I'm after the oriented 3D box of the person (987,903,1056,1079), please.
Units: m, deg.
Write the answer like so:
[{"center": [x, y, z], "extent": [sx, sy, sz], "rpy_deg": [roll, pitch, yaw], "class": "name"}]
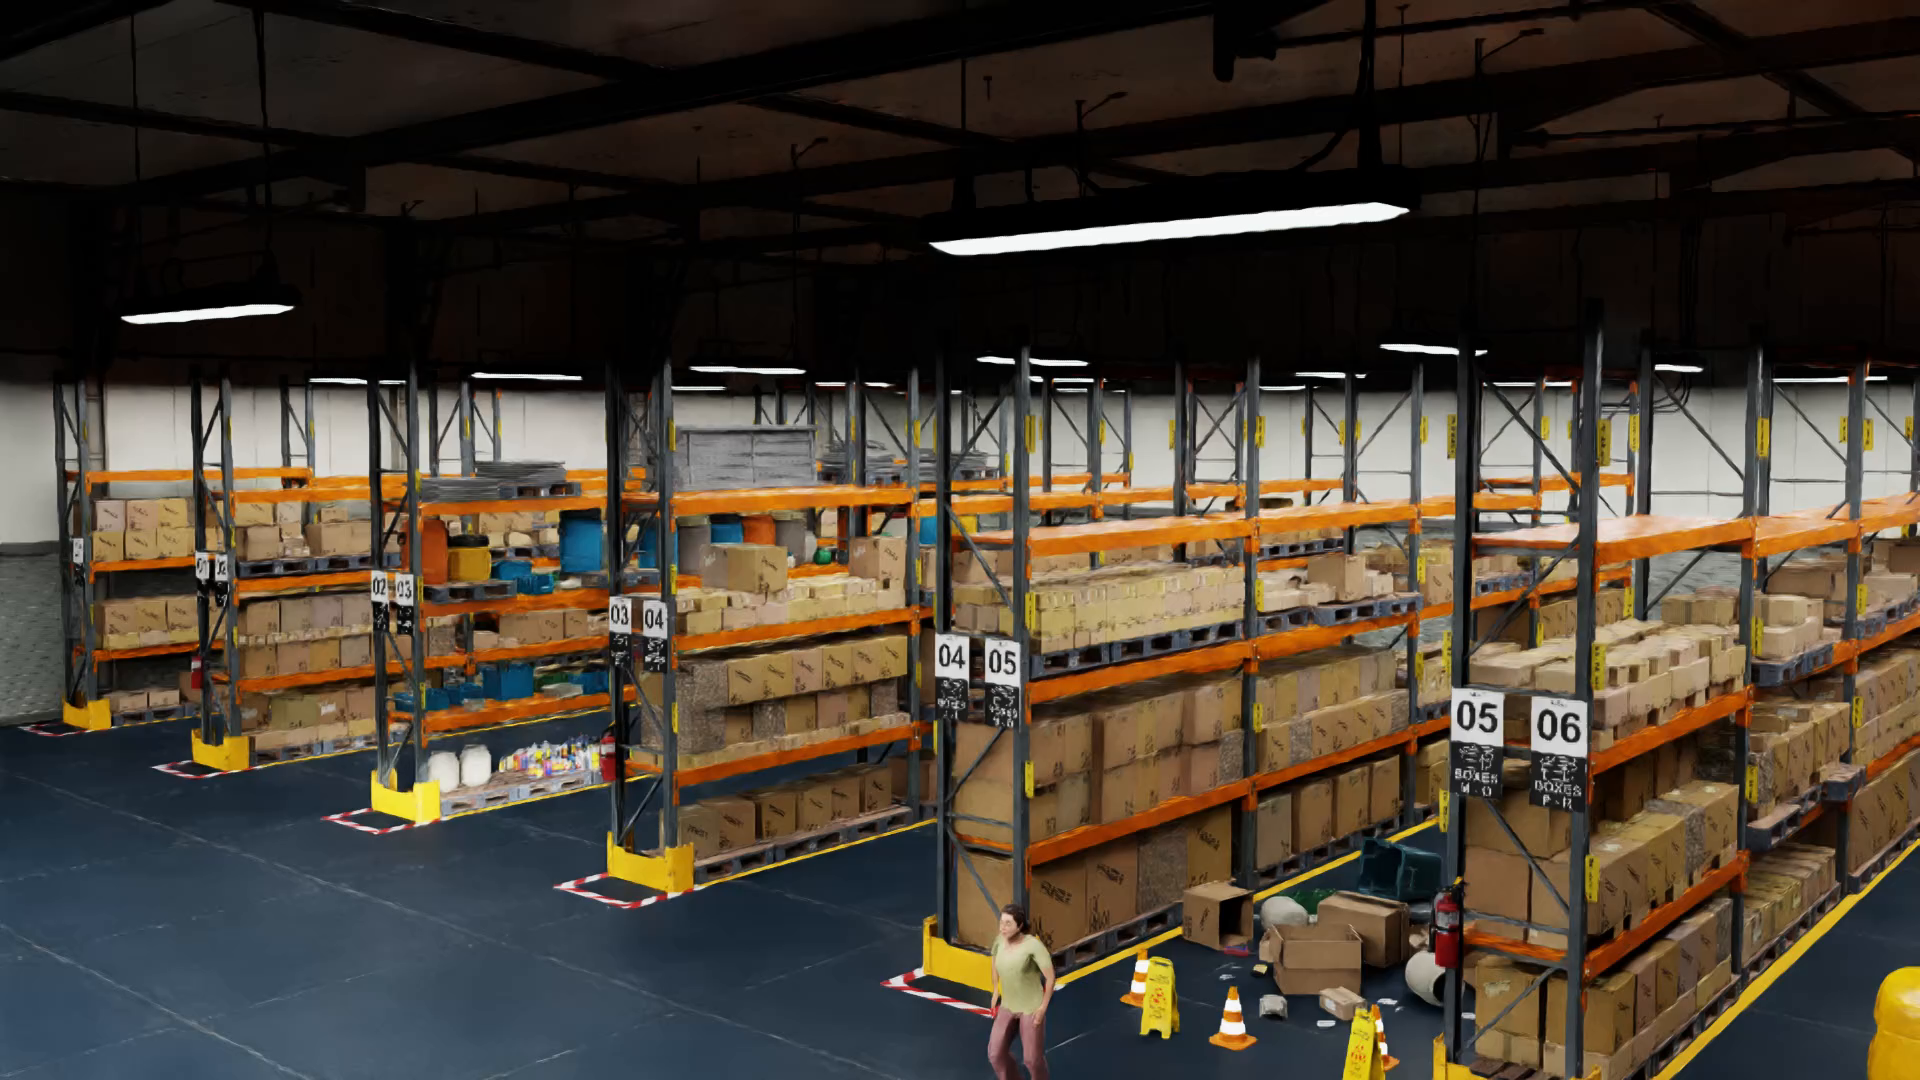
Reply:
[{"center": [0.461, 3.479, 12.369], "extent": [0.598, 1.601, 0.506], "rpy_deg": [3, 5, 39], "class": "person"}]
